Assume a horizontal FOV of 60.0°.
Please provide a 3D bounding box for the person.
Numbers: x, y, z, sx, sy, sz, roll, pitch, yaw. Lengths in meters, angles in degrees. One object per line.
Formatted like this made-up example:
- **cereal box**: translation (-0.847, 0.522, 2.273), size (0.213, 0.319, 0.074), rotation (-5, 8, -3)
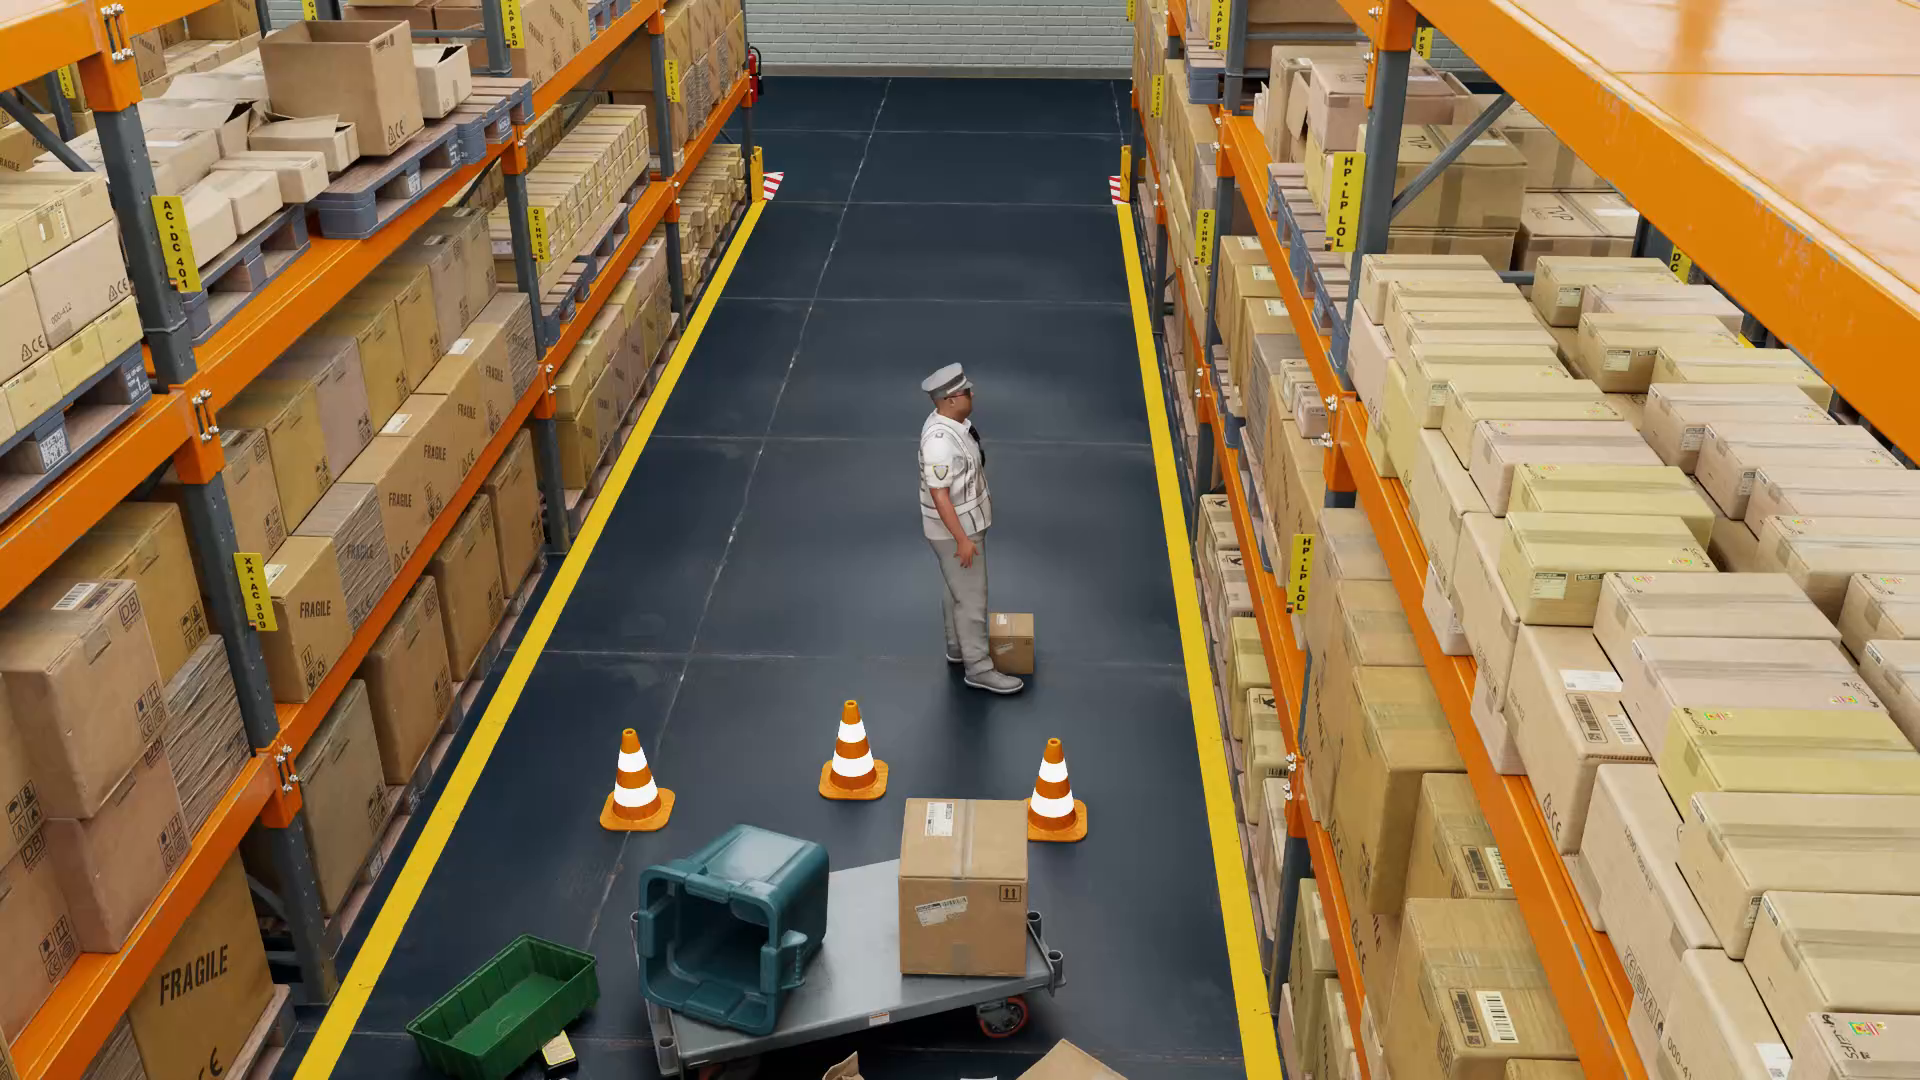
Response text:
- **person**: translation (0.072, -0.092, 8.971), size (0.573, 1.779, 0.642), rotation (1, 28, 2)
